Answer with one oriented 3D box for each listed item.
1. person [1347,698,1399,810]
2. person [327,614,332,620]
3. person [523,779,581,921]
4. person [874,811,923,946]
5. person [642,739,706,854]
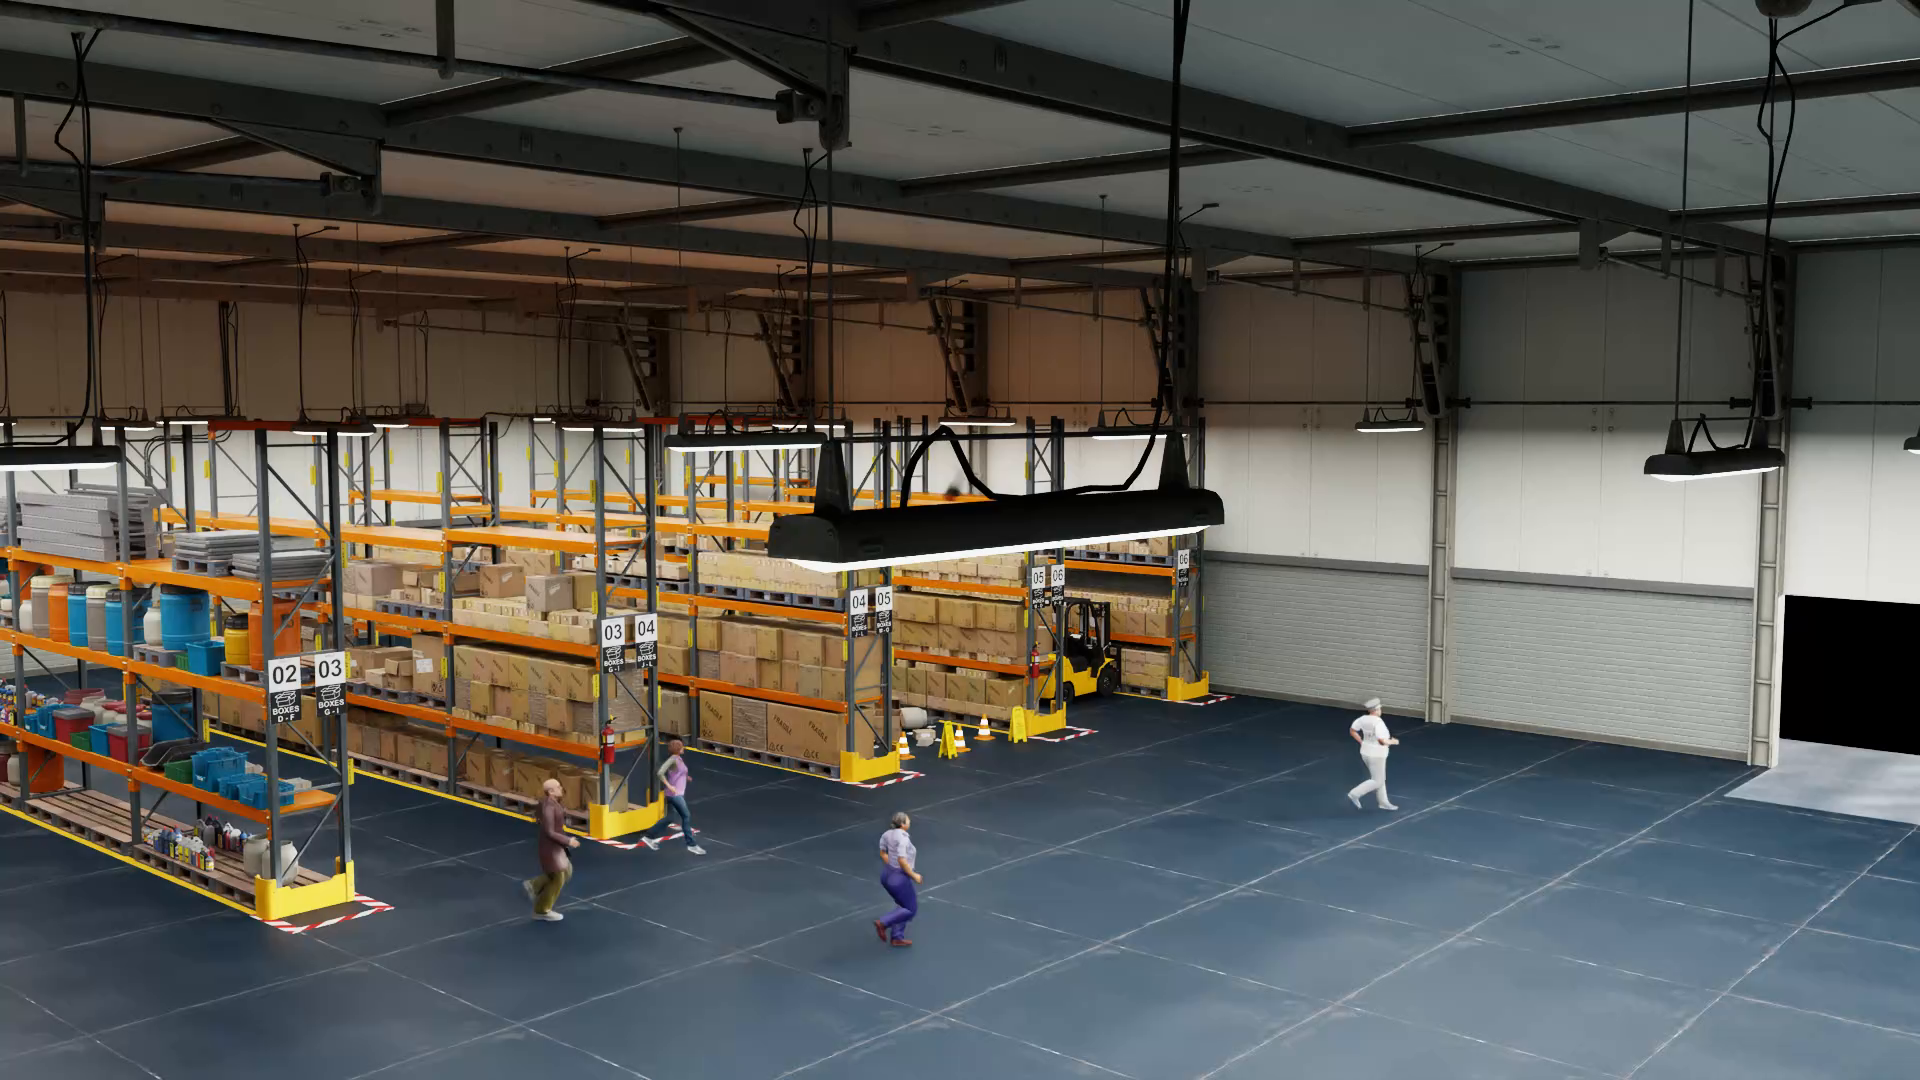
[{"bbox_3d":[6.351,3.318,25.565,0.954,1.779,0.664,-2,5,-19],"label":"person"},{"bbox_3d":[-14.025,2.462,36.642,0.639,1.671,0.631,-5,7,-44],"label":"person"},{"bbox_3d":[-5.003,3.779,20.365,0.701,1.742,0.737,-1,5,-13],"label":"person"},{"bbox_3d":[-0.784,3.943,19.256,0.586,1.600,0.593,-3,5,-30],"label":"person"},{"bbox_3d":[-4.023,3.590,23.356,0.892,1.583,0.559,-1,5,-7],"label":"person"}]
